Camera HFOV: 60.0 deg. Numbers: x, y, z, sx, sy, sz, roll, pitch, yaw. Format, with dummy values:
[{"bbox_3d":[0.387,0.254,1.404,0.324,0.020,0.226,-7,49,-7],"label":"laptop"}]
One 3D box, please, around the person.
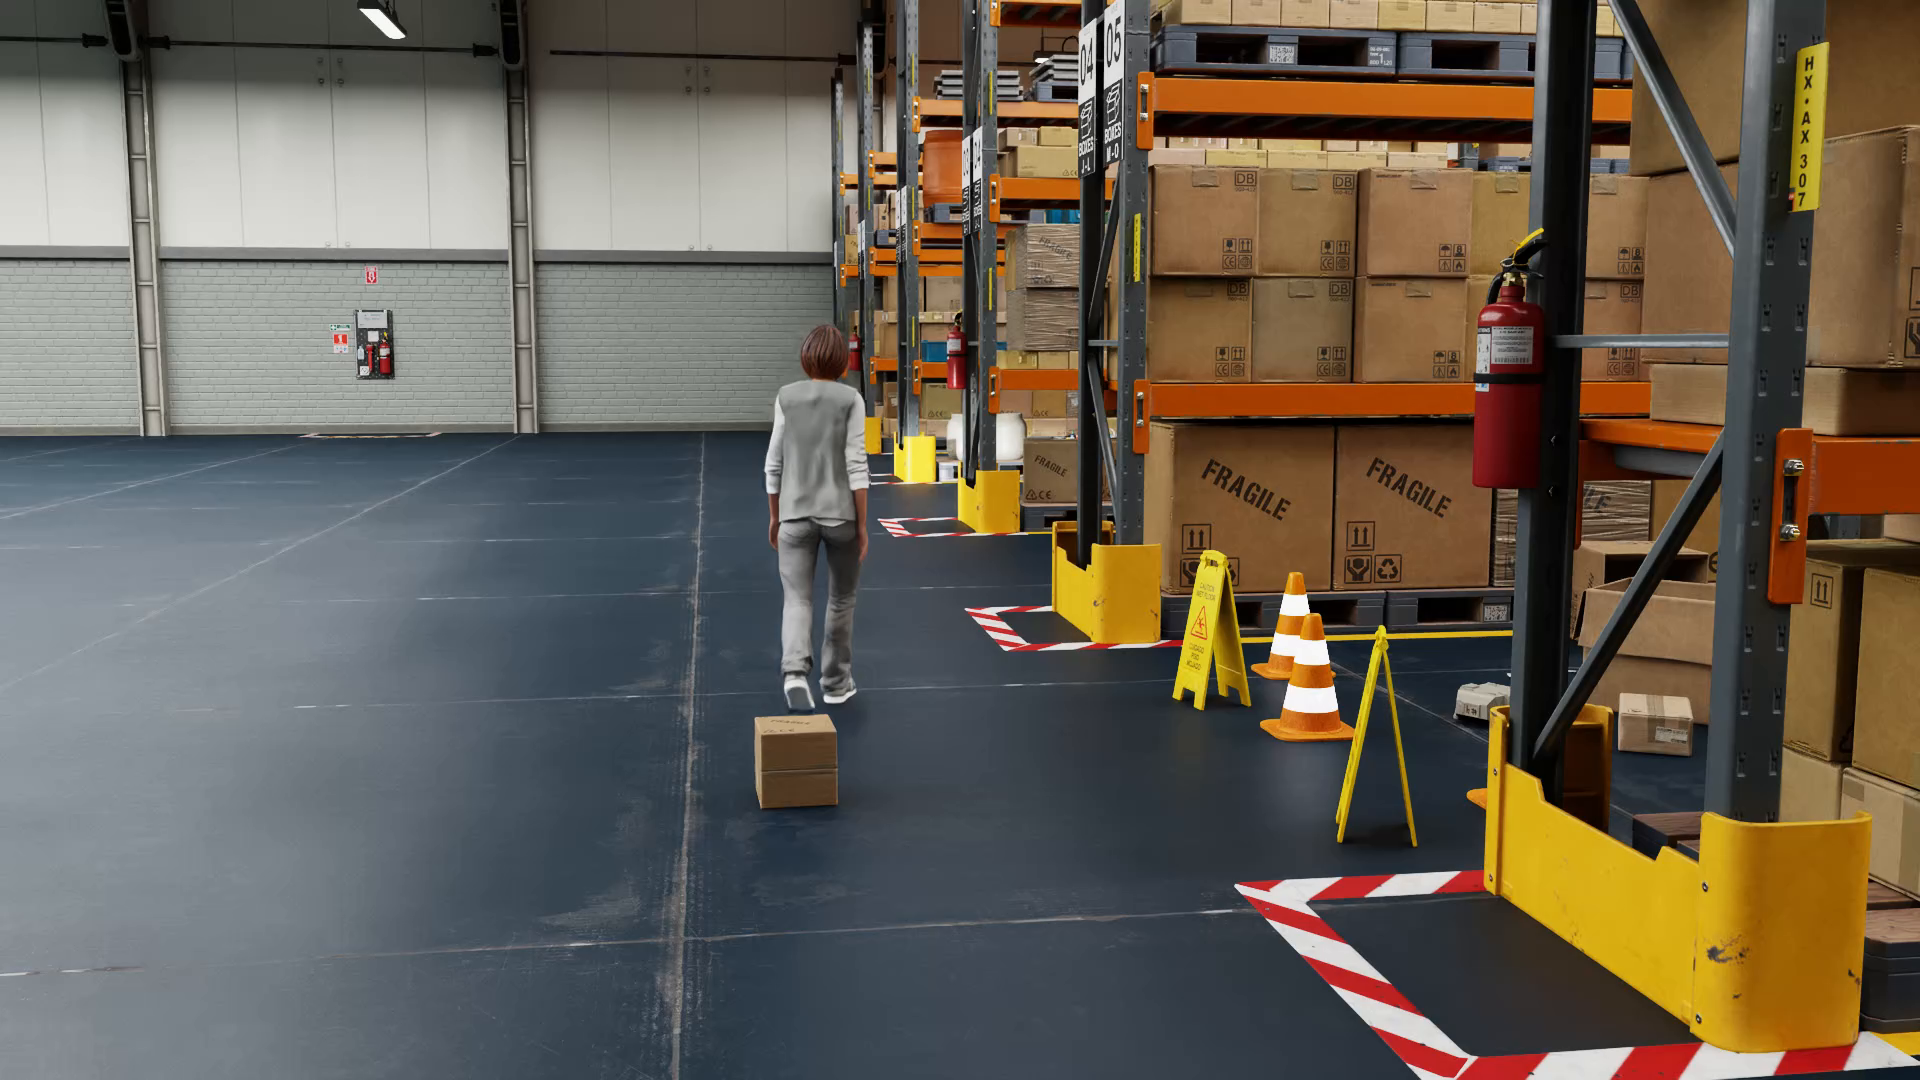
[{"bbox_3d":[-0.576,-0.075,6.606,0.428,1.554,0.877,0,7,3],"label":"person"}]
